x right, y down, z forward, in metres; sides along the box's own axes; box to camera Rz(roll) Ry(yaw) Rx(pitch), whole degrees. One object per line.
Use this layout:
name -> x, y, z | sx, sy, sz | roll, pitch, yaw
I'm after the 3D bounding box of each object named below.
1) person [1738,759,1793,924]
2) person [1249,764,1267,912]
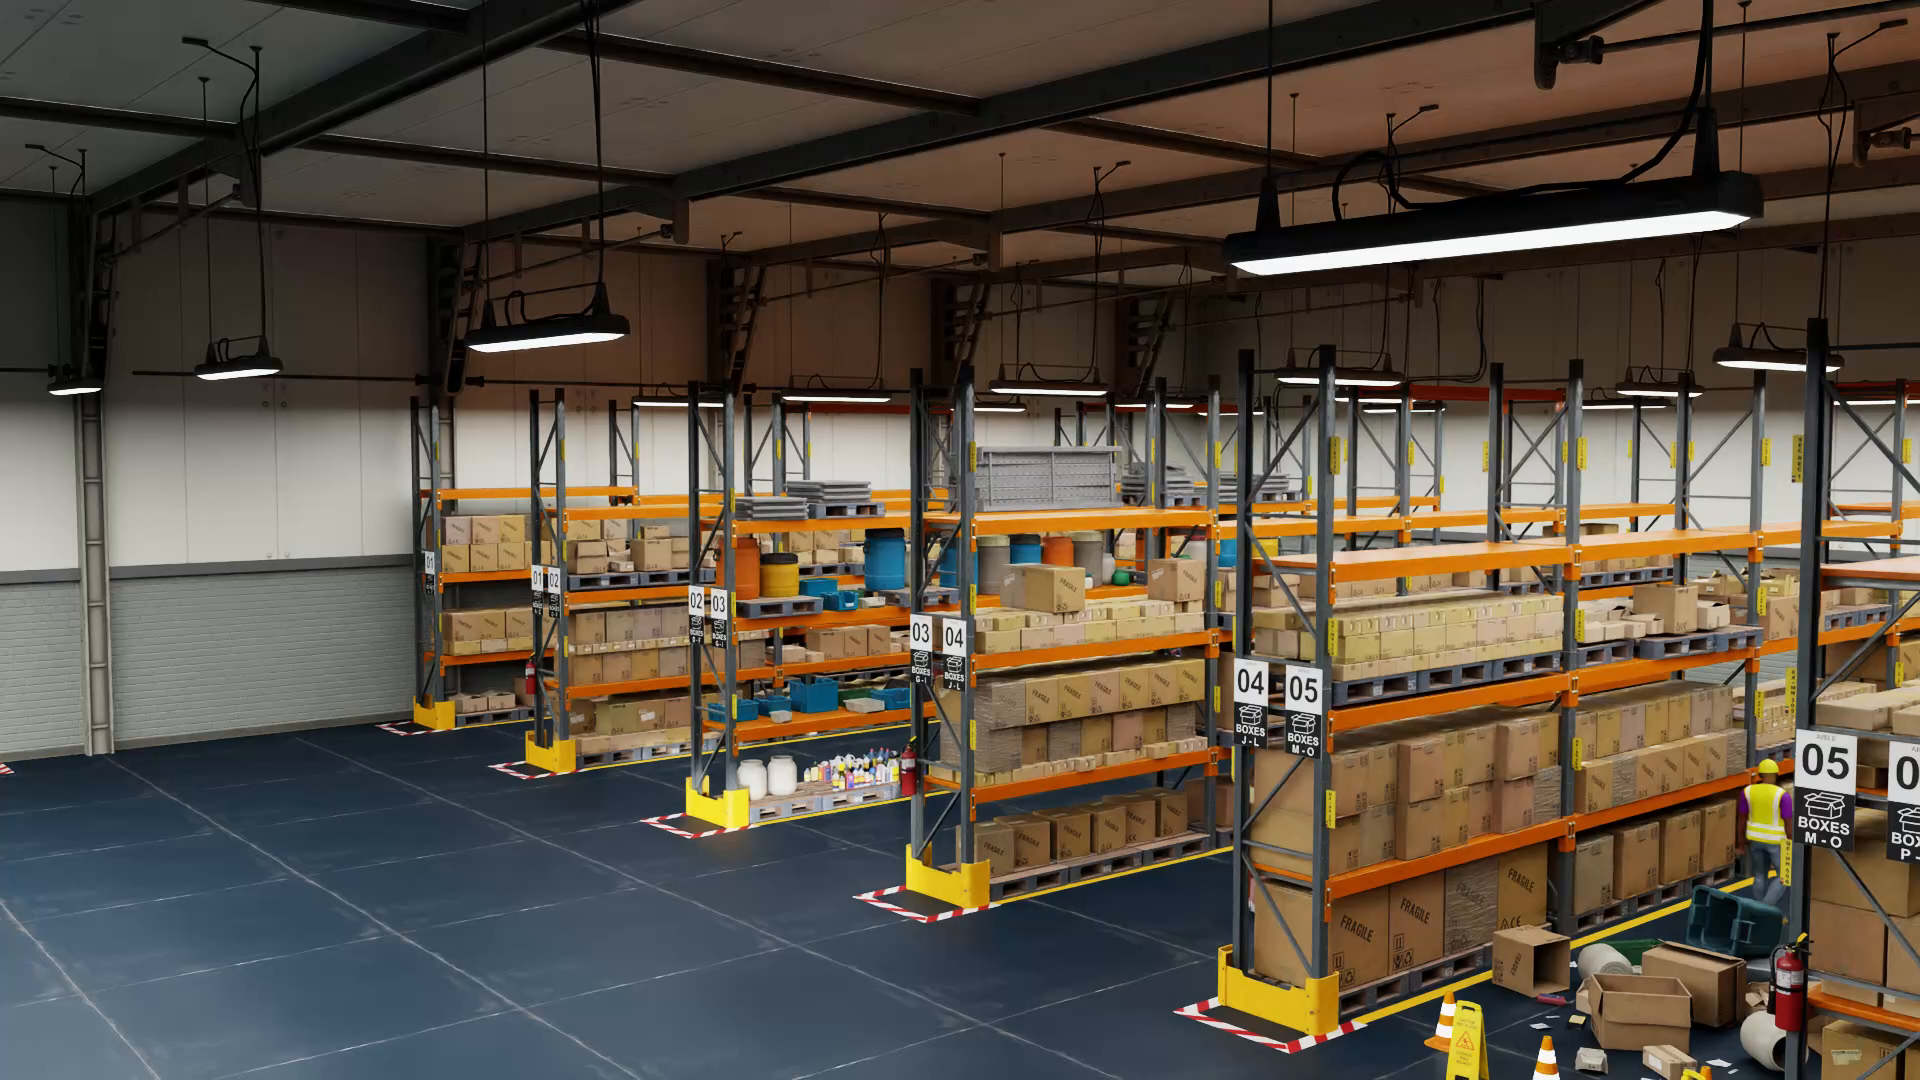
person -> 8.649, 3.236, 17.837 | 0.548, 1.765, 0.594 | -3, 4, -39
person -> 3.267, 3.260, 18.207 | 0.522, 1.669, 0.476 | -3, 4, -37
